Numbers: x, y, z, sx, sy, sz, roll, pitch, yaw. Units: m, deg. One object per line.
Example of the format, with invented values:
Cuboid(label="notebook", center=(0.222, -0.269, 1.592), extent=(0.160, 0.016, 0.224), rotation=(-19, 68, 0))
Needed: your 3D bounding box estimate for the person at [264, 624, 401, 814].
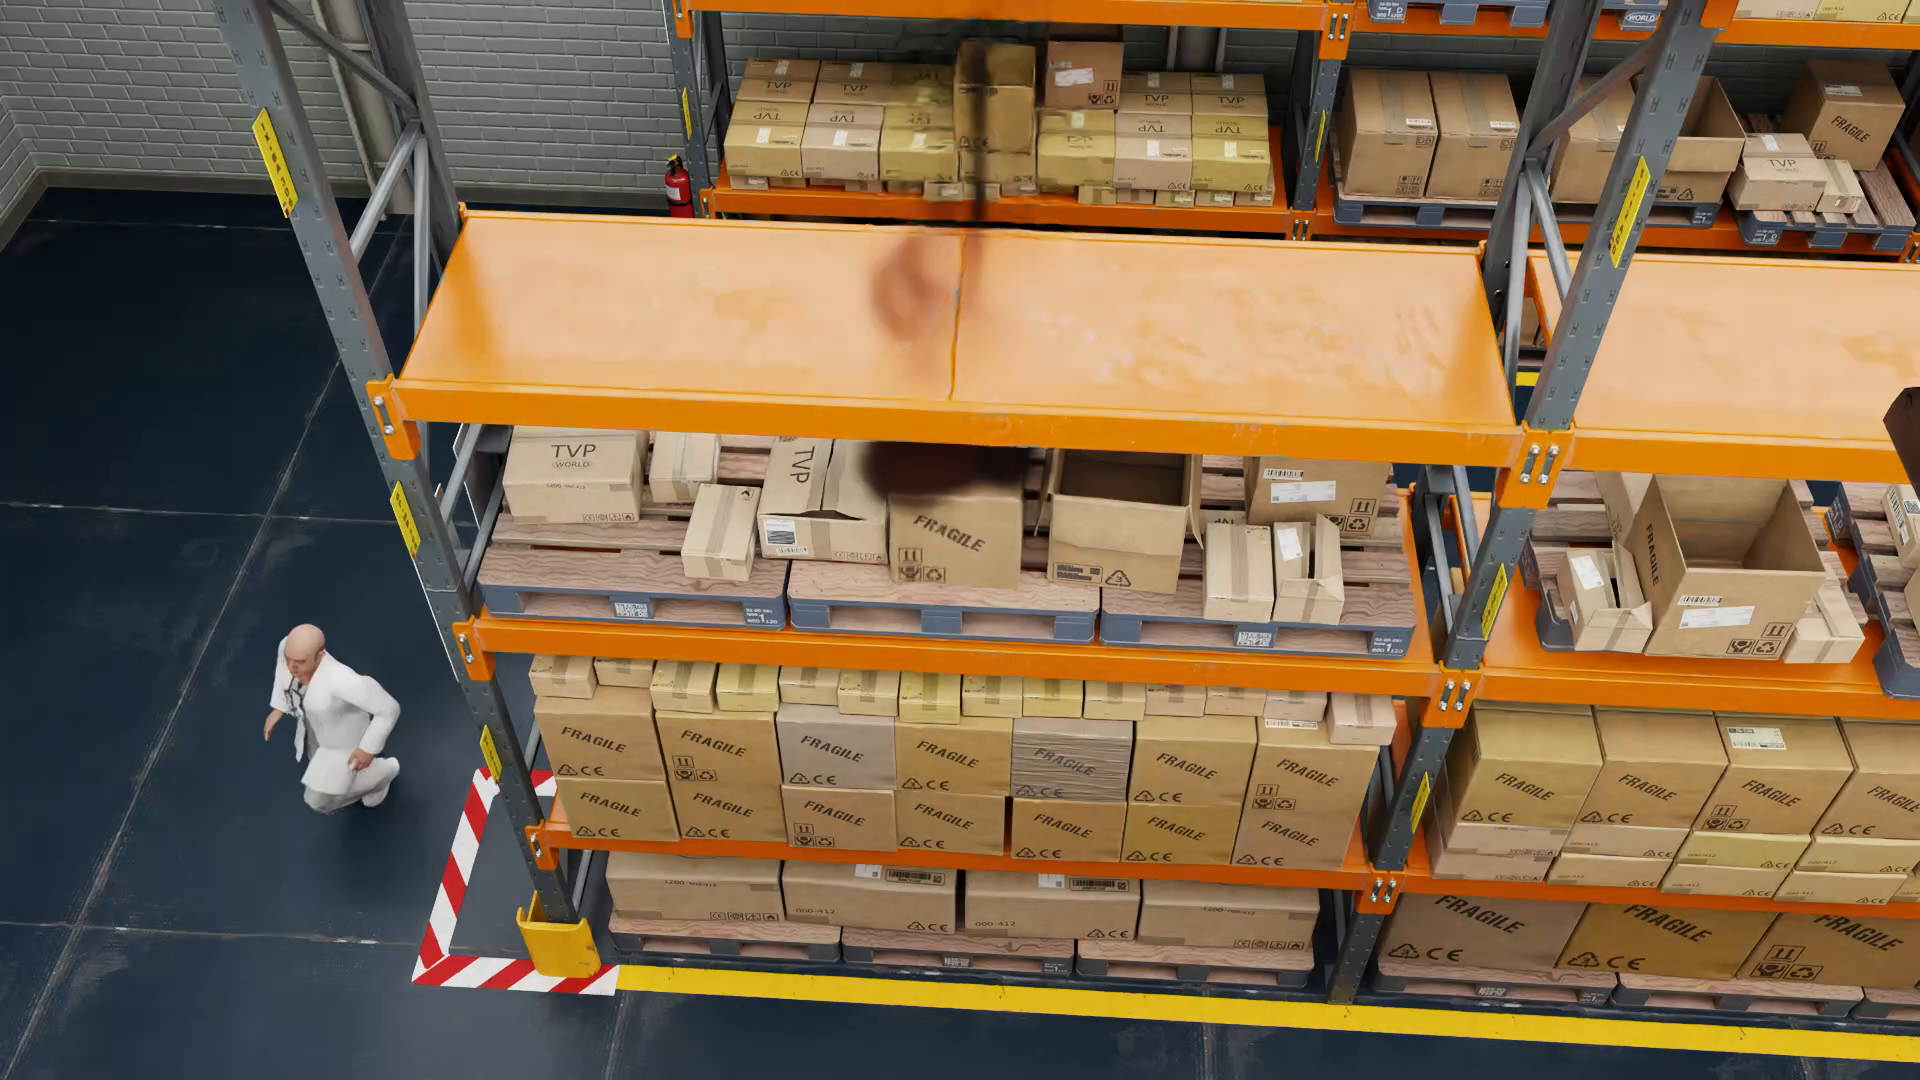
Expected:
Cuboid(label="person", center=(-3.265, 1.019, 8.667), extent=(0.772, 1.714, 0.558), rotation=(33, 56, 26))
